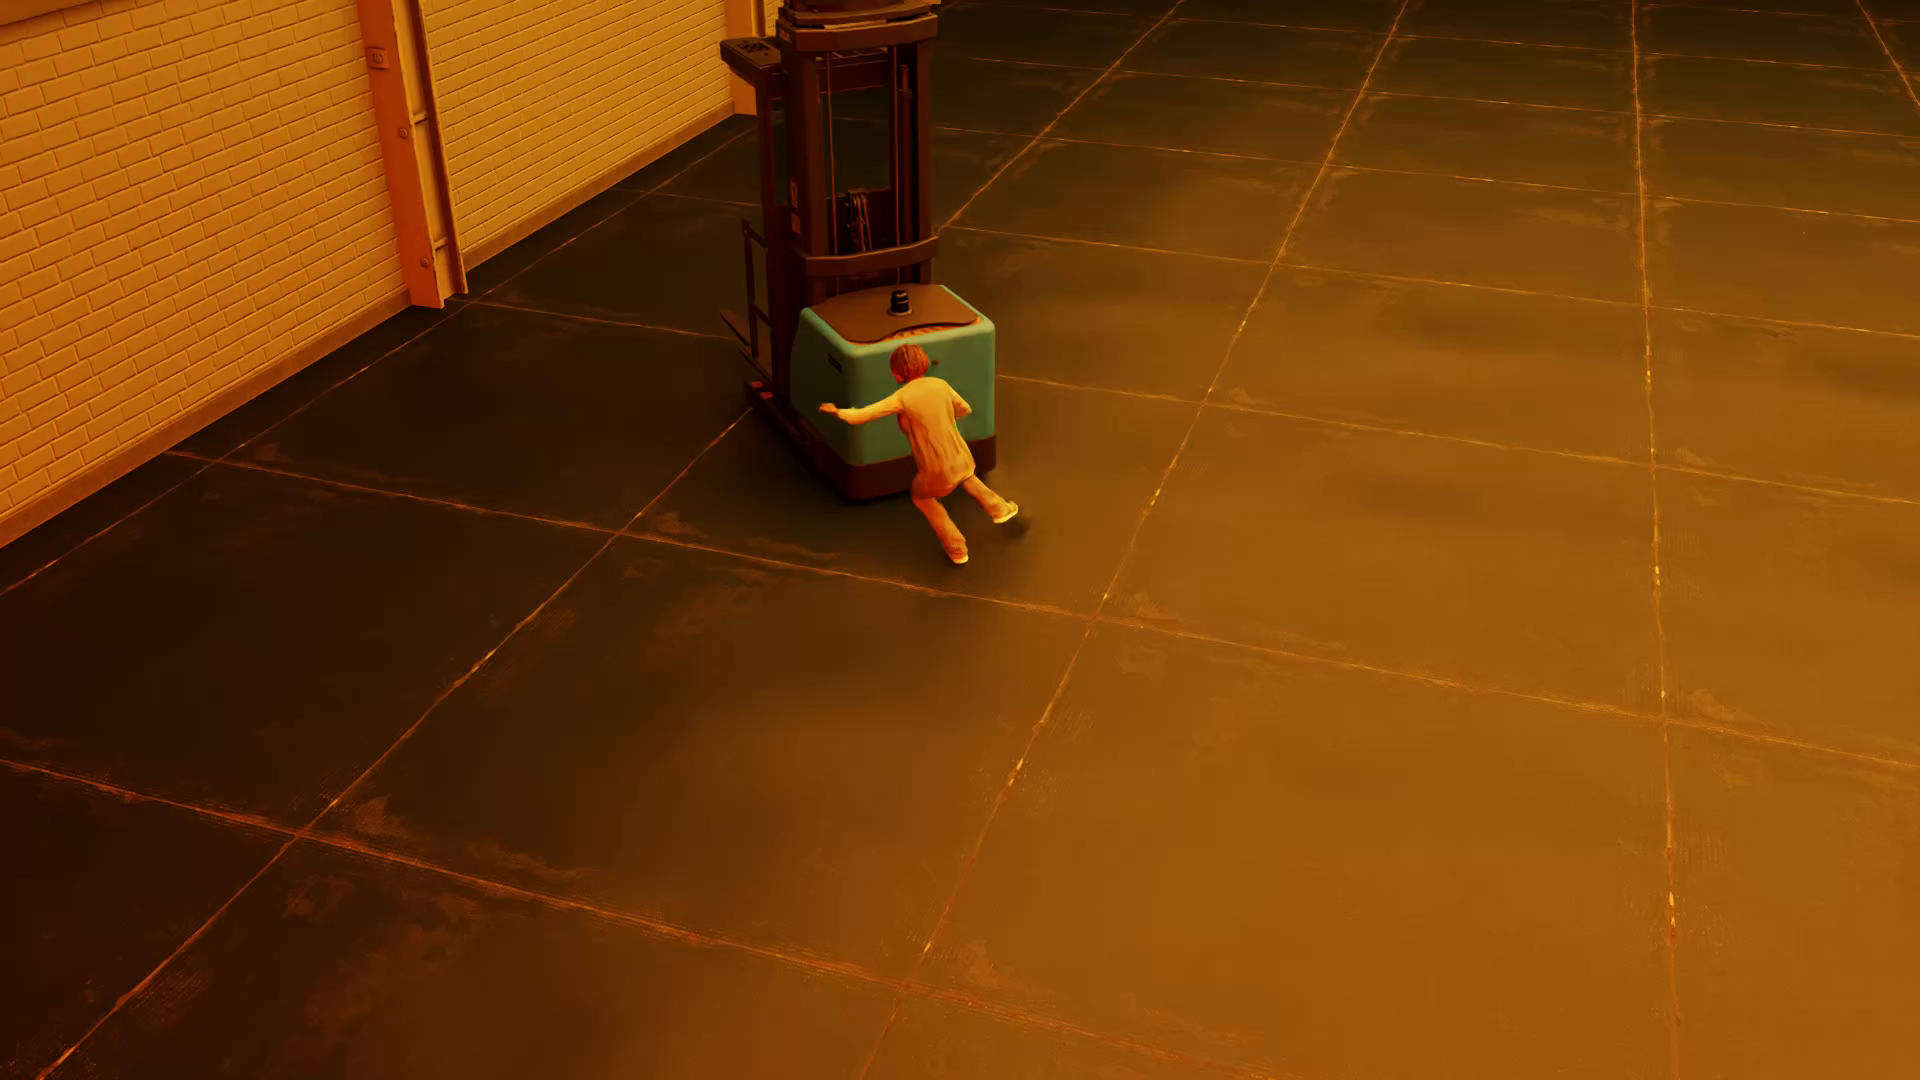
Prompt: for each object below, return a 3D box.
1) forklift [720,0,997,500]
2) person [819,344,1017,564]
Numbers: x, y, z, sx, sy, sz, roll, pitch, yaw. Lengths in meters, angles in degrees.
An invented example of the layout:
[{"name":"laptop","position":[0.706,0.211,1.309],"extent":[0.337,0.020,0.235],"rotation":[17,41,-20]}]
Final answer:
[{"name":"forklift","position":[-0.868,-2.232,11.052],"extent":[1.130,2.935,3.031],"rotation":[-14,32,-23]},{"name":"person","position":[-0.158,-0.554,9.721],"extent":[1.127,1.366,0.827],"rotation":[-23,37,-35]}]
